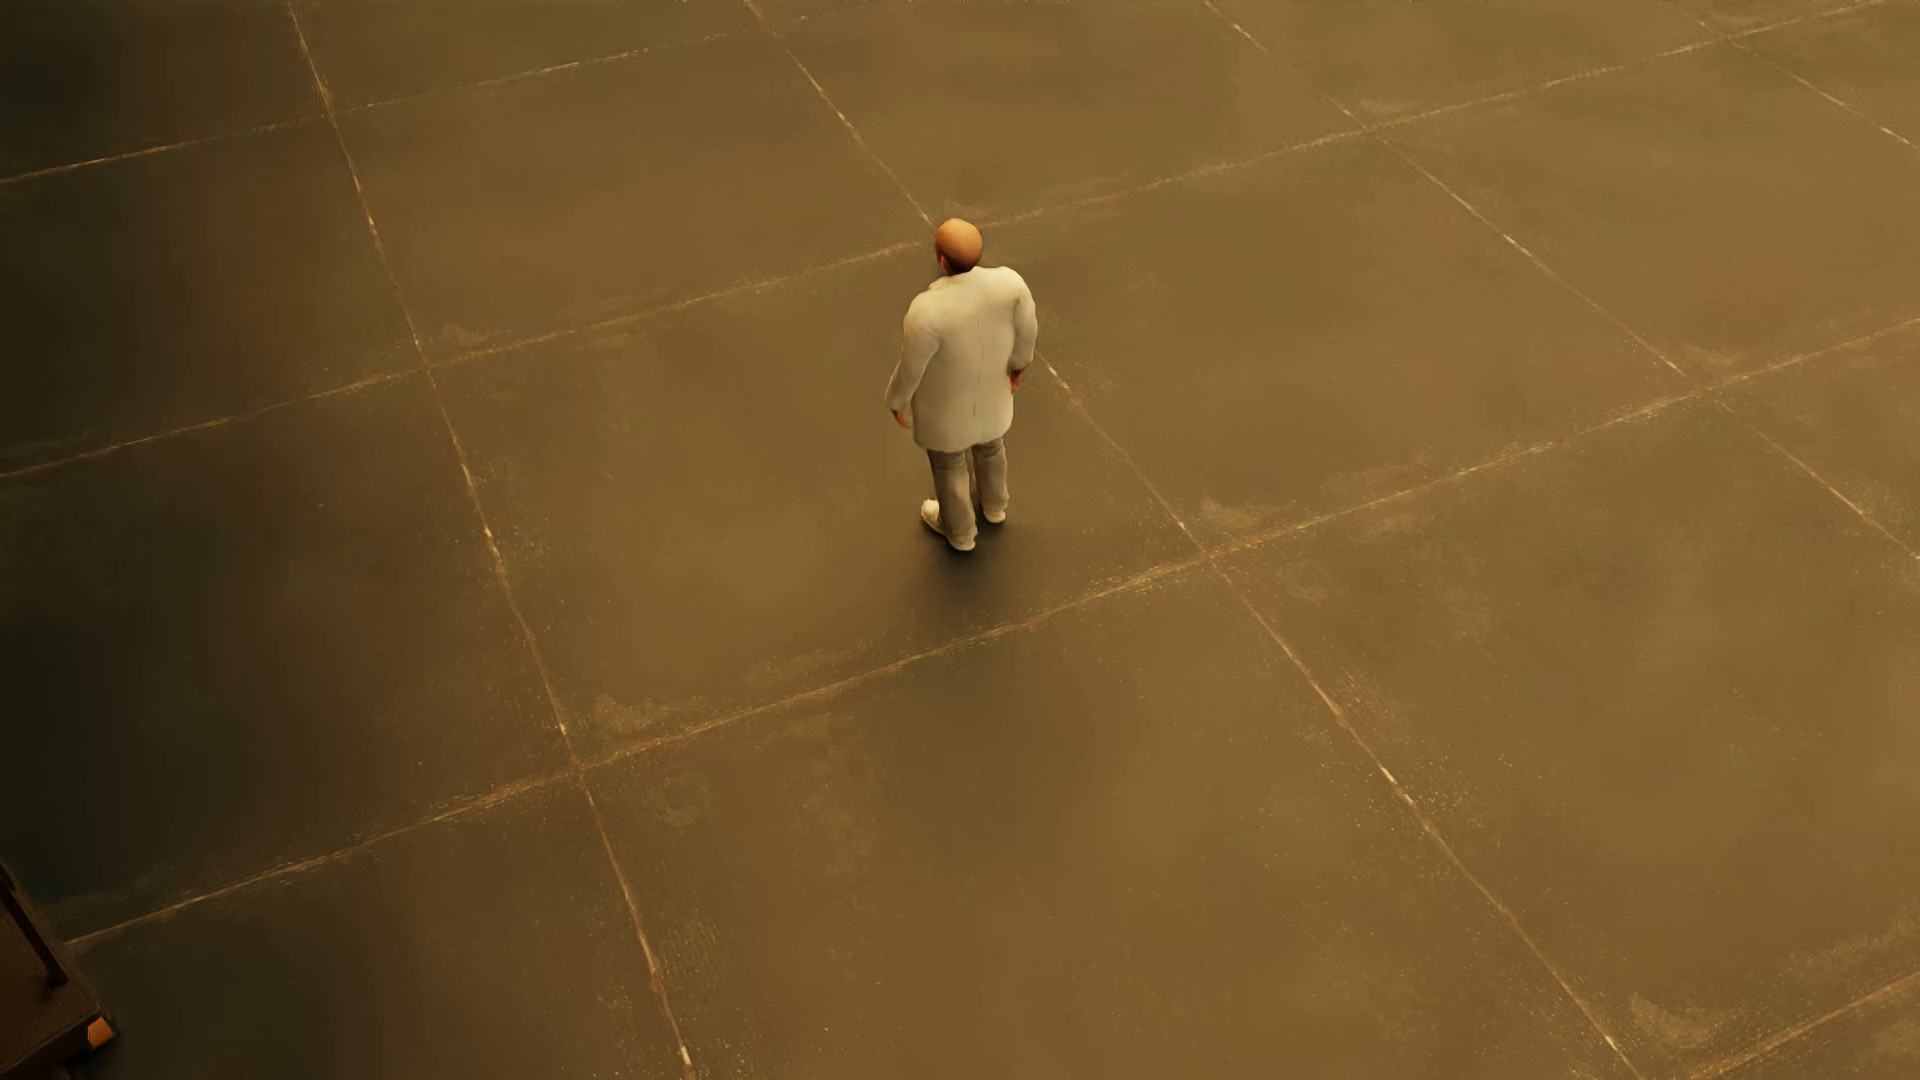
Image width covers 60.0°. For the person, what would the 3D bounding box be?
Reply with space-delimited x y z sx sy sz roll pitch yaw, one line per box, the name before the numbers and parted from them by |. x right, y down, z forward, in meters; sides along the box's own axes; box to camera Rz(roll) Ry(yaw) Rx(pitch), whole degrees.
person | -0.034 -0.713 7.279 0.694 1.776 0.579 -18 46 -18
